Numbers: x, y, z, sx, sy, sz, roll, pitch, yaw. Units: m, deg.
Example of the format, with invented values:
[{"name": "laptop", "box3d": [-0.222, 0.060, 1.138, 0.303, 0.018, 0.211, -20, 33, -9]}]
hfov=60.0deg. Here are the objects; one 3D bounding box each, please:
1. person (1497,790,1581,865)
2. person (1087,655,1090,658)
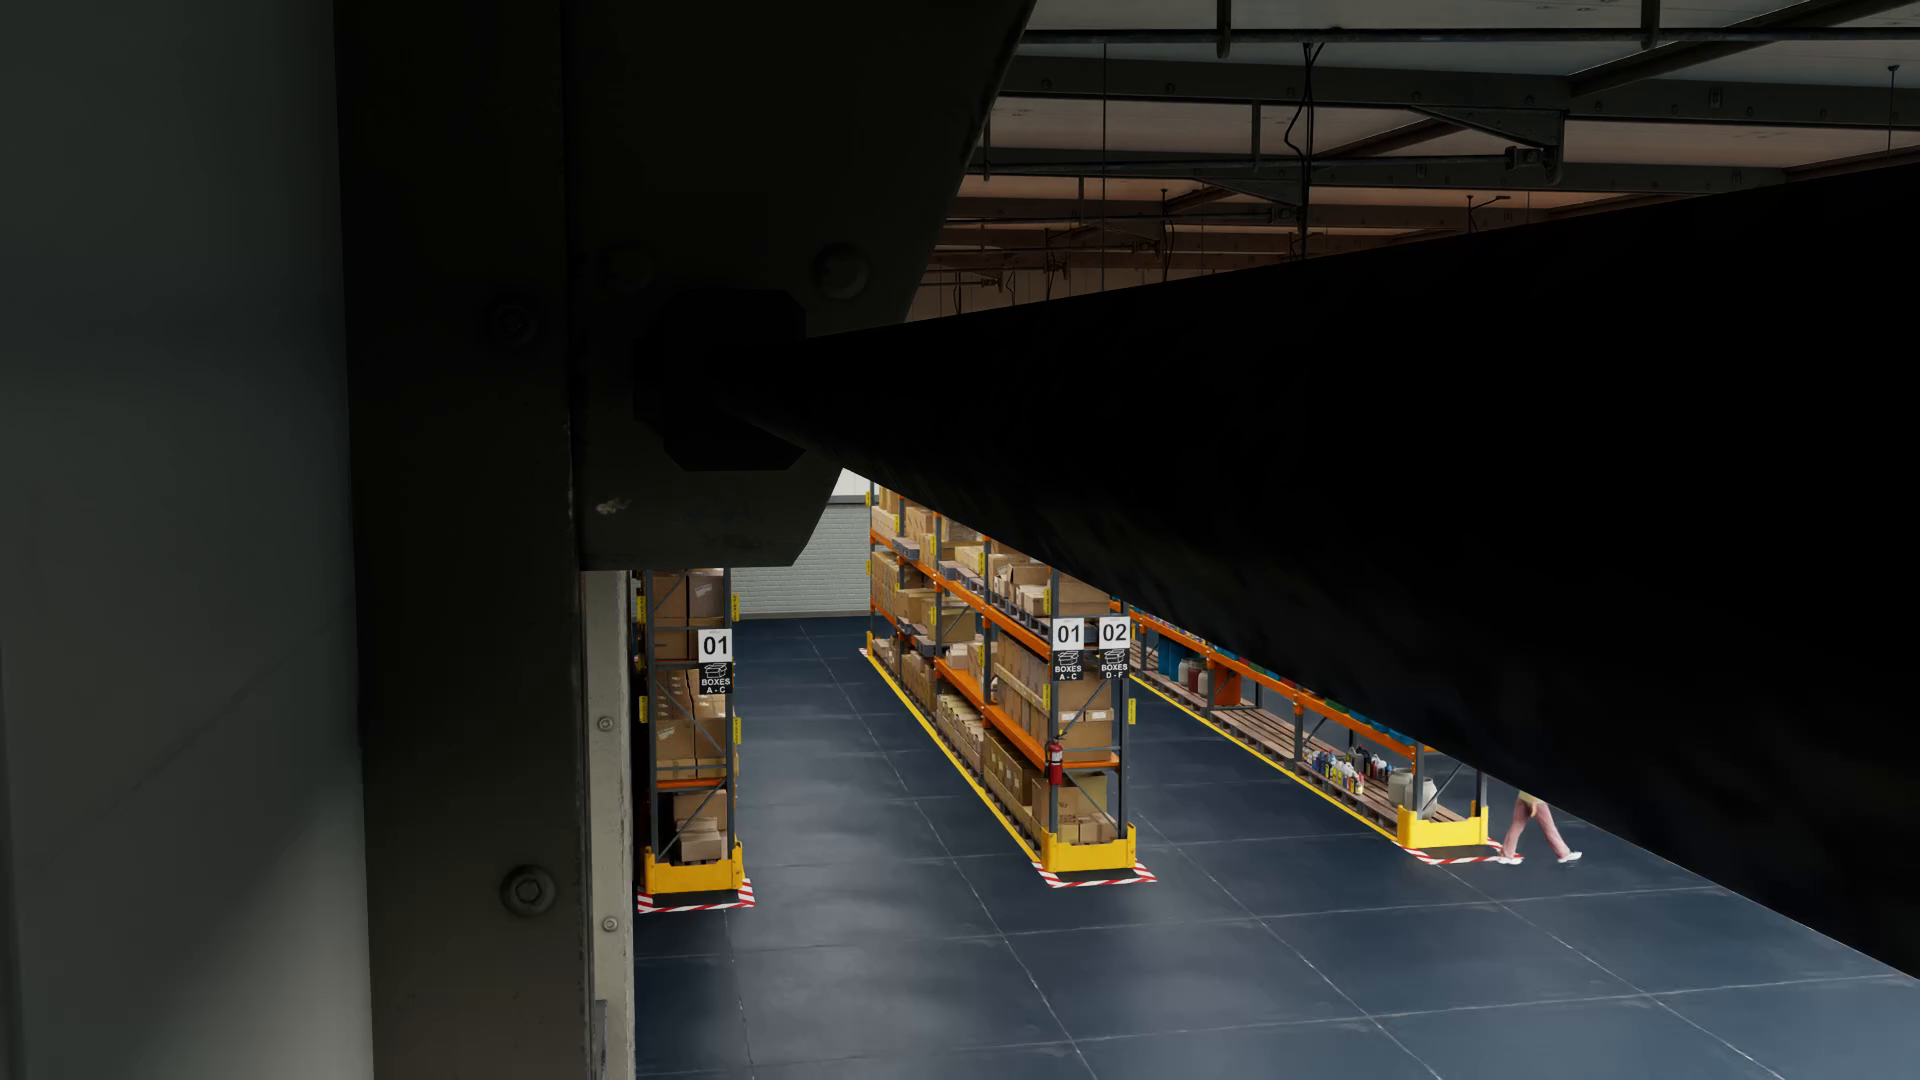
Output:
[{"name": "person", "box3d": [7.328, 3.314, 21.090, 1.021, 1.590, 0.534, -2, 6, -21]}, {"name": "person", "box3d": [2.112, 2.393, 29.892, 0.487, 1.599, 1.026, -2, 6, -15]}]
